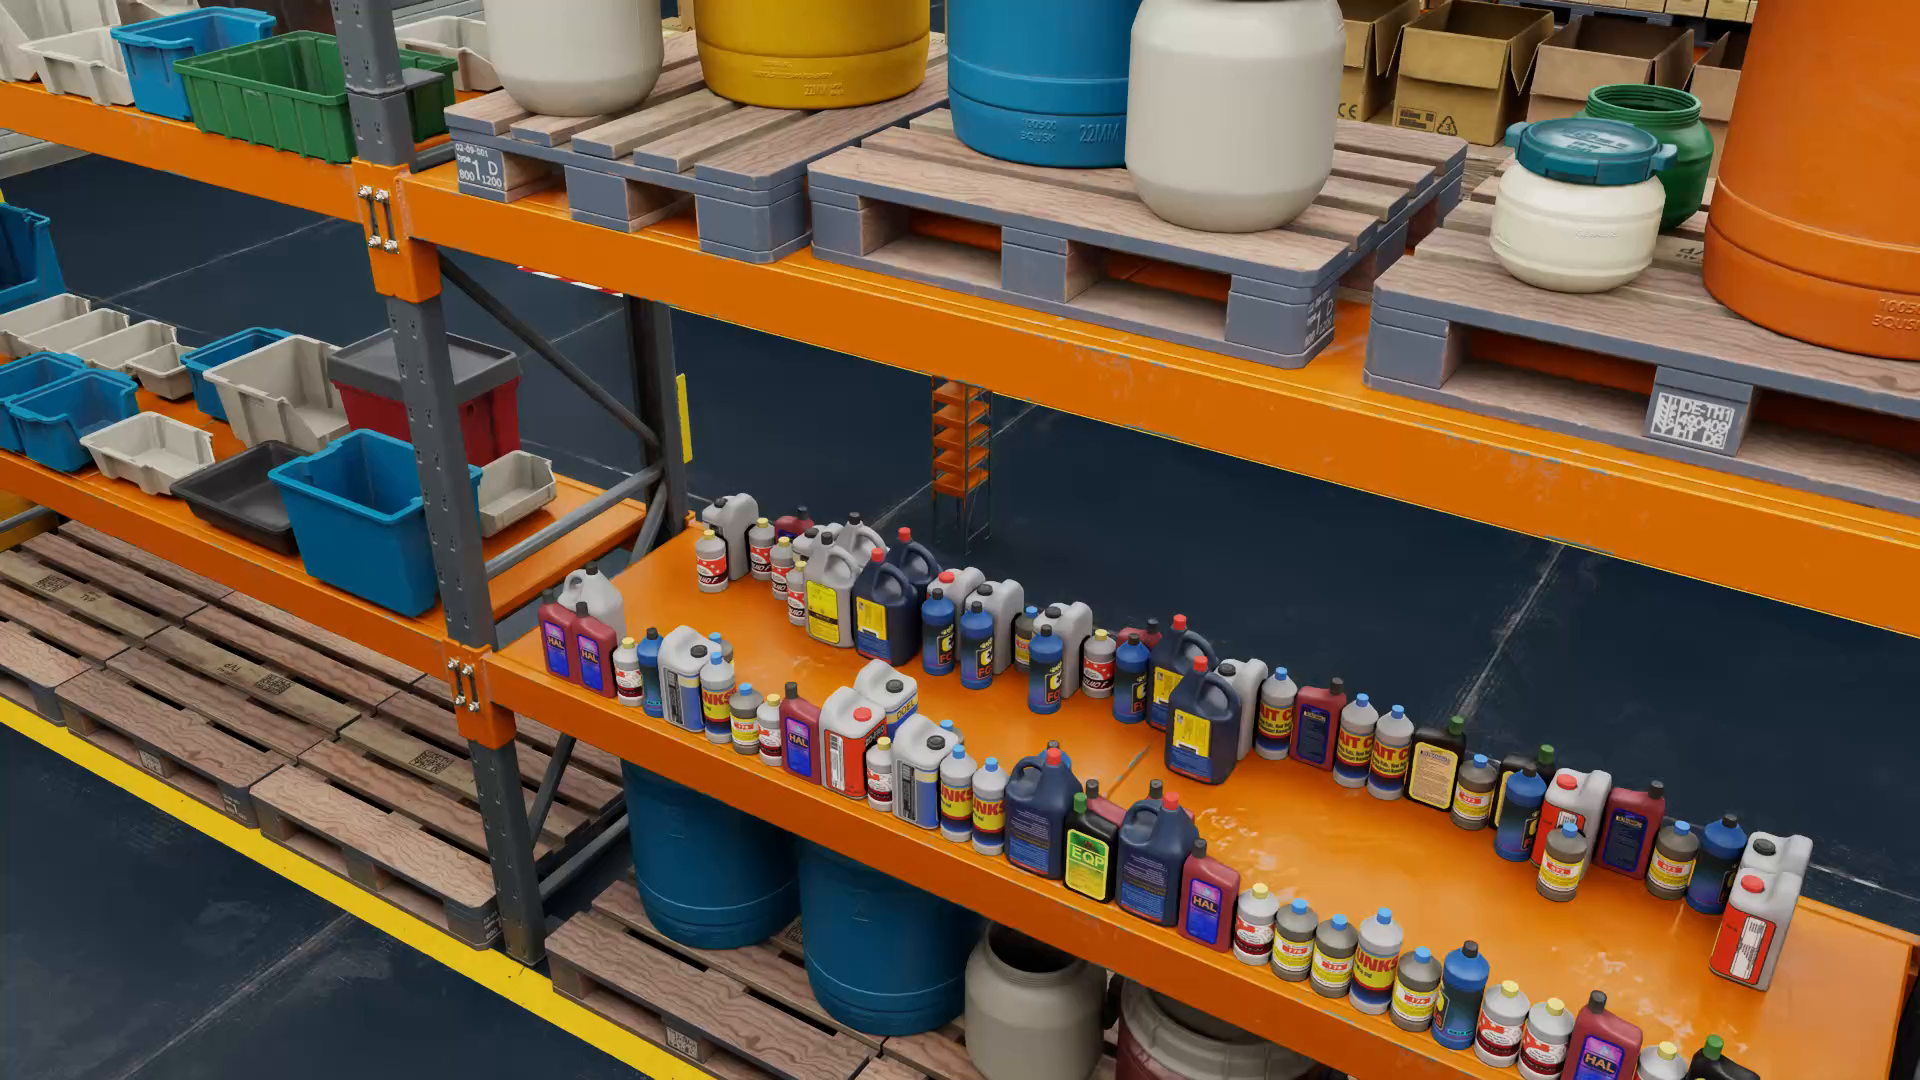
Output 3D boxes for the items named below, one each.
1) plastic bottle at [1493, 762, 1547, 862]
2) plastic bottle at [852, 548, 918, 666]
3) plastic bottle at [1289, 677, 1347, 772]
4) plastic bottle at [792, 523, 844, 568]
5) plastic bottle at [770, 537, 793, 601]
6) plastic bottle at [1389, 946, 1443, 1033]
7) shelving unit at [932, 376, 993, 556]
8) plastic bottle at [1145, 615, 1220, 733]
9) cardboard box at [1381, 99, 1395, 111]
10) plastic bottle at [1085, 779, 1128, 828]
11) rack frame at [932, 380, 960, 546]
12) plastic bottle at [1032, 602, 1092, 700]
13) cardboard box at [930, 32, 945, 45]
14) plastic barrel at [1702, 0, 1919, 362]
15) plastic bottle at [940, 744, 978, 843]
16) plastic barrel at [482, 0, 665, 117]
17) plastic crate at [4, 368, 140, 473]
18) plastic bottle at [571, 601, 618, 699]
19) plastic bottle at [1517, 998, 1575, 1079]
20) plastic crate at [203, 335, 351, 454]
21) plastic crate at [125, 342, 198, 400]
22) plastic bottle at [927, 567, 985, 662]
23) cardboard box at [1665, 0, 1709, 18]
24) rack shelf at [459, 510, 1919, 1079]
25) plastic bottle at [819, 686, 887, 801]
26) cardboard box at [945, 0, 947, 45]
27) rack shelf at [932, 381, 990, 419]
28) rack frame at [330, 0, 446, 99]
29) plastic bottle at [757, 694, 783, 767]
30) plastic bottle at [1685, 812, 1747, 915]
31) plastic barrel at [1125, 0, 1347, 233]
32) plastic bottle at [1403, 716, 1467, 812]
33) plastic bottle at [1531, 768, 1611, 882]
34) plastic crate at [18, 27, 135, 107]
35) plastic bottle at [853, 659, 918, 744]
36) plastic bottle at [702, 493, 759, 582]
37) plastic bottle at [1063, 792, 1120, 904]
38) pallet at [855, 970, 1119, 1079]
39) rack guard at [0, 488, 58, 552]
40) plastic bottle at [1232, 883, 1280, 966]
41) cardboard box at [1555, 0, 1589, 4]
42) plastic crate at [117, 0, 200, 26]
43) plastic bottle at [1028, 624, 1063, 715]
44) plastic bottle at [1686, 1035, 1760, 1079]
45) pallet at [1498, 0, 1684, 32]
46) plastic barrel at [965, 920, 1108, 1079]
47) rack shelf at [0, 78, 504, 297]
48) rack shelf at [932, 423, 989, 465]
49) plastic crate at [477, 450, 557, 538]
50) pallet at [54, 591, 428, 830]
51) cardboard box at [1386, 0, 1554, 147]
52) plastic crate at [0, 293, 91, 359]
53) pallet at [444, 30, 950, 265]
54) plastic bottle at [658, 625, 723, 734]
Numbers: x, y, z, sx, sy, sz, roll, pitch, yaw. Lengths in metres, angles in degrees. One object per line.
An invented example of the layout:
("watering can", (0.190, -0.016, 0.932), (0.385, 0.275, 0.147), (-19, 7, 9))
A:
("plastic bottle", (1.428, 0.683, 4.230), (0.097, 0.271, 0.097), (0, 30, 0))
("plastic bottle", (-0.225, 0.190, 4.997), (0.185, 0.351, 0.144), (18, 35, 27))
("plastic bottle", (0.982, 0.490, 4.549), (0.133, 0.283, 0.061), (18, 35, 27))
("plastic bottle", (-0.442, 0.070, 5.277), (0.135, 0.276, 0.152), (18, 35, 27))
("plastic bottle", (-0.558, 0.085, 5.324), (0.097, 0.201, 0.097), (0, 30, 0))
("plastic bottle", (1.031, 1.003, 3.751), (0.097, 0.201, 0.097), (0, 30, 0))
("shelving unit", (0.012, -0.514, 7.941), (0.189, 1.200, 0.258), (18, 35, 27))
("plastic bottle", (0.628, 0.374, 4.681), (0.185, 0.351, 0.144), (18, 35, 27))
("cardboard box", (2.333, -2.062, 8.709), (0.500, 0.500, 0.500), (19, 35, 29))
("plastic bottle", (0.356, 0.729, 4.139), (0.133, 0.283, 0.061), (18, 35, 27))
("rack frame", (-0.065, -0.539, 7.983), (0.006, 1.200, 0.240), (18, 35, 27))
("plastic bottle", (0.296, 0.303, 4.877), (0.135, 0.276, 0.152), (18, 35, 27))
("cardboard box", (-0.156, -2.872, 10.049), (0.500, 0.250, 0.500), (18, 35, 27))
("plastic barrel", (1.652, -0.793, 2.814), (0.708, 0.830, 0.600), (18, 35, 27))
("plastic bottle", (-0.003, 0.646, 4.294), (0.097, 0.271, 0.097), (0, 30, 0))
("plastic barrel", (-0.945, -1.337, 4.037), (0.433, 0.535, 0.433), (0, 30, 0))
("plastic crate", (-3.242, -0.435, 6.125), (0.300, 0.233, 0.416), (18, 35, 27))
("plastic bottle", (-1.060, 0.317, 4.845), (0.133, 0.283, 0.061), (18, 35, 27))
("plastic bottle", (1.278, 1.081, 3.617), (0.097, 0.201, 0.097), (0, 30, 0))
("plastic crate", (-2.452, -0.512, 6.208), (0.530, 0.282, 0.437), (18, 35, 27))
("plastic crate", (-3.111, -0.672, 6.628), (0.250, 0.136, 0.298), (18, 35, 27))
("plastic bottle", (-0.015, 0.205, 5.045), (0.135, 0.276, 0.152), (18, 35, 27))
("cardboard box", (5.063, -3.748, 11.530), (0.250, 0.149, 0.380), (16, 34, 25))
("rack shelf", (0.437, 0.797, 4.620), (4.000, 0.370, 1.077), (18, 35, 27))
("plastic bottle", (-0.283, 0.539, 4.472), (0.135, 0.276, 0.152), (18, 35, 27))
("cardboard box", (0.250, -3.061, 9.629), (0.500, 0.500, 0.500), (16, 34, 26))
("rack shelf", (0.012, -0.683, 7.842), (0.180, 0.103, 0.258), (18, 35, 27))
("rack frame", (-1.257, -2.640, 3.846), (0.127, 3.000, 1.000), (18, 35, 27))
("plastic bottle", (-0.509, 0.516, 4.586), (0.097, 0.201, 0.097), (0, 30, 0))
("plastic bottle", (1.853, 0.781, 4.062), (0.097, 0.271, 0.097), (0, 30, 0))
("plastic barrel", (0.549, -0.924, 3.329), (0.433, 0.535, 0.433), (0, 30, 0))
("plastic bottle", (1.260, 0.578, 4.399), (0.133, 0.283, 0.061), (18, 35, 27))
("plastic bottle", (1.544, 0.698, 4.200), (0.135, 0.276, 0.152), (18, 35, 27))
("plastic crate", (-2.537, -1.409, 4.974), (0.466, 0.136, 0.293), (18, 35, 27))
("plastic bottle", (-0.202, 0.474, 4.584), (0.135, 0.276, 0.152), (18, 35, 27))
("plastic bottle", (-0.751, -0.028, 5.444), (0.135, 0.276, 0.152), (18, 35, 27))
("plastic bottle", (0.324, 0.755, 4.095), (0.133, 0.283, 0.061), (18, 35, 27))
("pallet", (0.412, 1.706, 5.116), (1.213, 0.211, 1.003), (18, 35, 27))
("rack guard", (-4.672, -0.042, 7.826), (0.348, 0.500, 1.175), (18, 35, 27))
("plastic bottle", (0.701, 0.899, 3.930), (0.097, 0.201, 0.097), (0, 30, 0))
("cardboard box", (4.426, -3.952, 11.880), (0.250, 0.149, 0.380), (18, 35, 28))
("plastic crate", (-2.763, -1.855, 5.738), (0.530, 0.136, 0.437), (18, 35, 27))
("plastic bottle", (0.245, 0.363, 4.778), (0.097, 0.271, 0.097), (0, 30, 0))
("plastic bottle", (1.561, 1.147, 3.424), (0.133, 0.283, 0.061), (18, 35, 27))
("pallet", (4.669, -3.903, 12.154), (1.213, 0.211, 1.003), (18, 35, 27))
("plastic barrel", (0.225, 1.376, 4.967), (0.421, 0.512, 0.421), (0, 30, 0))
("rack shelf", (-2.951, -1.570, 5.701), (4.000, 0.370, 1.077), (18, 35, 27))
("rack shelf", (0.012, -0.476, 7.963), (0.180, 0.103, 0.258), (18, 35, 27))
("plastic crate", (-1.575, -0.147, 5.727), (0.243, 0.136, 0.396), (18, 35, 27))
("pallet", (-2.938, 0.648, 6.929), (1.213, 0.211, 1.003), (18, 35, 27))
("cardboard box", (2.497, -2.283, 8.092), (0.637, 0.503, 0.797), (18, 35, 28))
("plastic crate", (-3.858, -0.892, 7.004), (0.243, 0.136, 0.396), (18, 35, 27))
("pallet", (-0.541, -1.095, 4.361), (1.003, 0.211, 1.213), (18, 35, 27))
("plastic bottle", (-0.758, 0.389, 4.730), (0.135, 0.276, 0.152), (18, 35, 27))
